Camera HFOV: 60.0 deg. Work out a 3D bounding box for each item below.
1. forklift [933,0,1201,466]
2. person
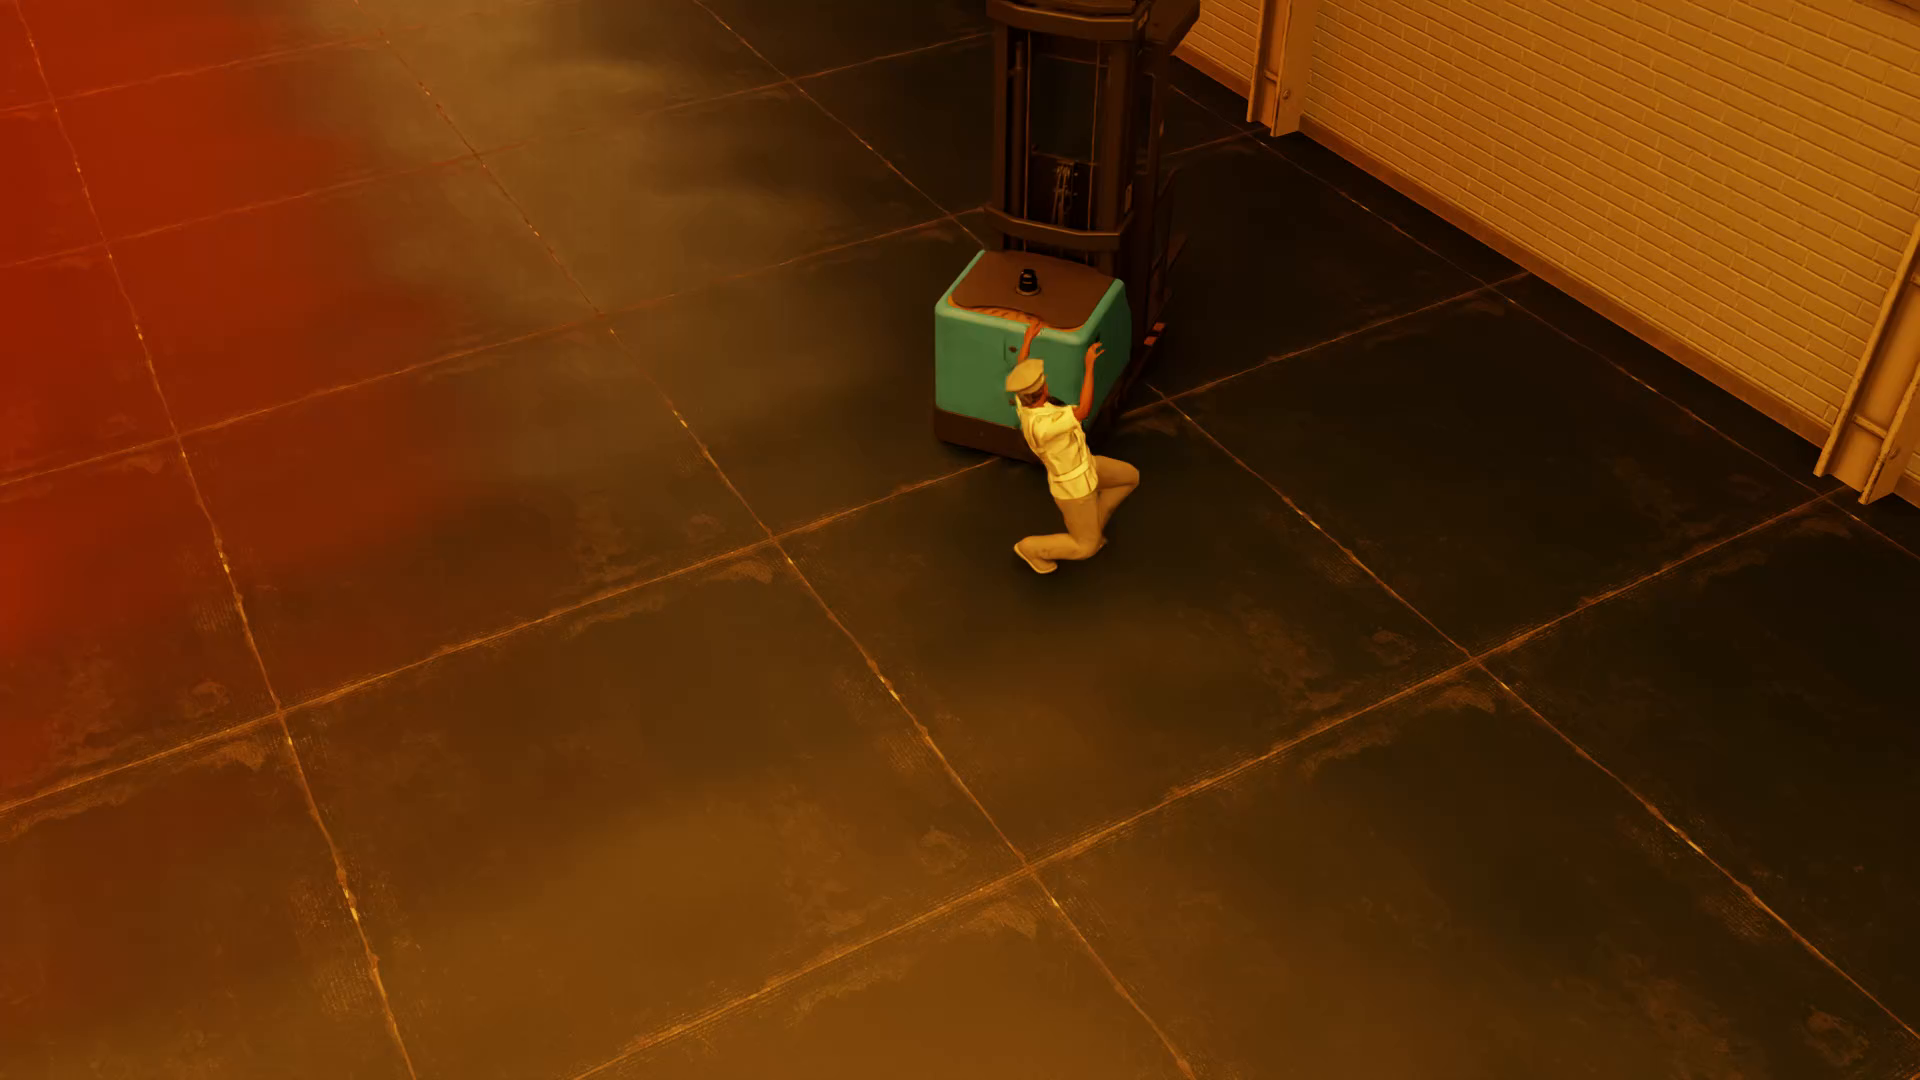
[{"bbox_3d":[0.864,-2.518,11.071,1.130,2.935,3.031,15,42,17],"label":"forklift"},{"bbox_3d":[0.671,-0.608,9.882,0.823,1.567,1.017,0,40,0],"label":"person"}]
